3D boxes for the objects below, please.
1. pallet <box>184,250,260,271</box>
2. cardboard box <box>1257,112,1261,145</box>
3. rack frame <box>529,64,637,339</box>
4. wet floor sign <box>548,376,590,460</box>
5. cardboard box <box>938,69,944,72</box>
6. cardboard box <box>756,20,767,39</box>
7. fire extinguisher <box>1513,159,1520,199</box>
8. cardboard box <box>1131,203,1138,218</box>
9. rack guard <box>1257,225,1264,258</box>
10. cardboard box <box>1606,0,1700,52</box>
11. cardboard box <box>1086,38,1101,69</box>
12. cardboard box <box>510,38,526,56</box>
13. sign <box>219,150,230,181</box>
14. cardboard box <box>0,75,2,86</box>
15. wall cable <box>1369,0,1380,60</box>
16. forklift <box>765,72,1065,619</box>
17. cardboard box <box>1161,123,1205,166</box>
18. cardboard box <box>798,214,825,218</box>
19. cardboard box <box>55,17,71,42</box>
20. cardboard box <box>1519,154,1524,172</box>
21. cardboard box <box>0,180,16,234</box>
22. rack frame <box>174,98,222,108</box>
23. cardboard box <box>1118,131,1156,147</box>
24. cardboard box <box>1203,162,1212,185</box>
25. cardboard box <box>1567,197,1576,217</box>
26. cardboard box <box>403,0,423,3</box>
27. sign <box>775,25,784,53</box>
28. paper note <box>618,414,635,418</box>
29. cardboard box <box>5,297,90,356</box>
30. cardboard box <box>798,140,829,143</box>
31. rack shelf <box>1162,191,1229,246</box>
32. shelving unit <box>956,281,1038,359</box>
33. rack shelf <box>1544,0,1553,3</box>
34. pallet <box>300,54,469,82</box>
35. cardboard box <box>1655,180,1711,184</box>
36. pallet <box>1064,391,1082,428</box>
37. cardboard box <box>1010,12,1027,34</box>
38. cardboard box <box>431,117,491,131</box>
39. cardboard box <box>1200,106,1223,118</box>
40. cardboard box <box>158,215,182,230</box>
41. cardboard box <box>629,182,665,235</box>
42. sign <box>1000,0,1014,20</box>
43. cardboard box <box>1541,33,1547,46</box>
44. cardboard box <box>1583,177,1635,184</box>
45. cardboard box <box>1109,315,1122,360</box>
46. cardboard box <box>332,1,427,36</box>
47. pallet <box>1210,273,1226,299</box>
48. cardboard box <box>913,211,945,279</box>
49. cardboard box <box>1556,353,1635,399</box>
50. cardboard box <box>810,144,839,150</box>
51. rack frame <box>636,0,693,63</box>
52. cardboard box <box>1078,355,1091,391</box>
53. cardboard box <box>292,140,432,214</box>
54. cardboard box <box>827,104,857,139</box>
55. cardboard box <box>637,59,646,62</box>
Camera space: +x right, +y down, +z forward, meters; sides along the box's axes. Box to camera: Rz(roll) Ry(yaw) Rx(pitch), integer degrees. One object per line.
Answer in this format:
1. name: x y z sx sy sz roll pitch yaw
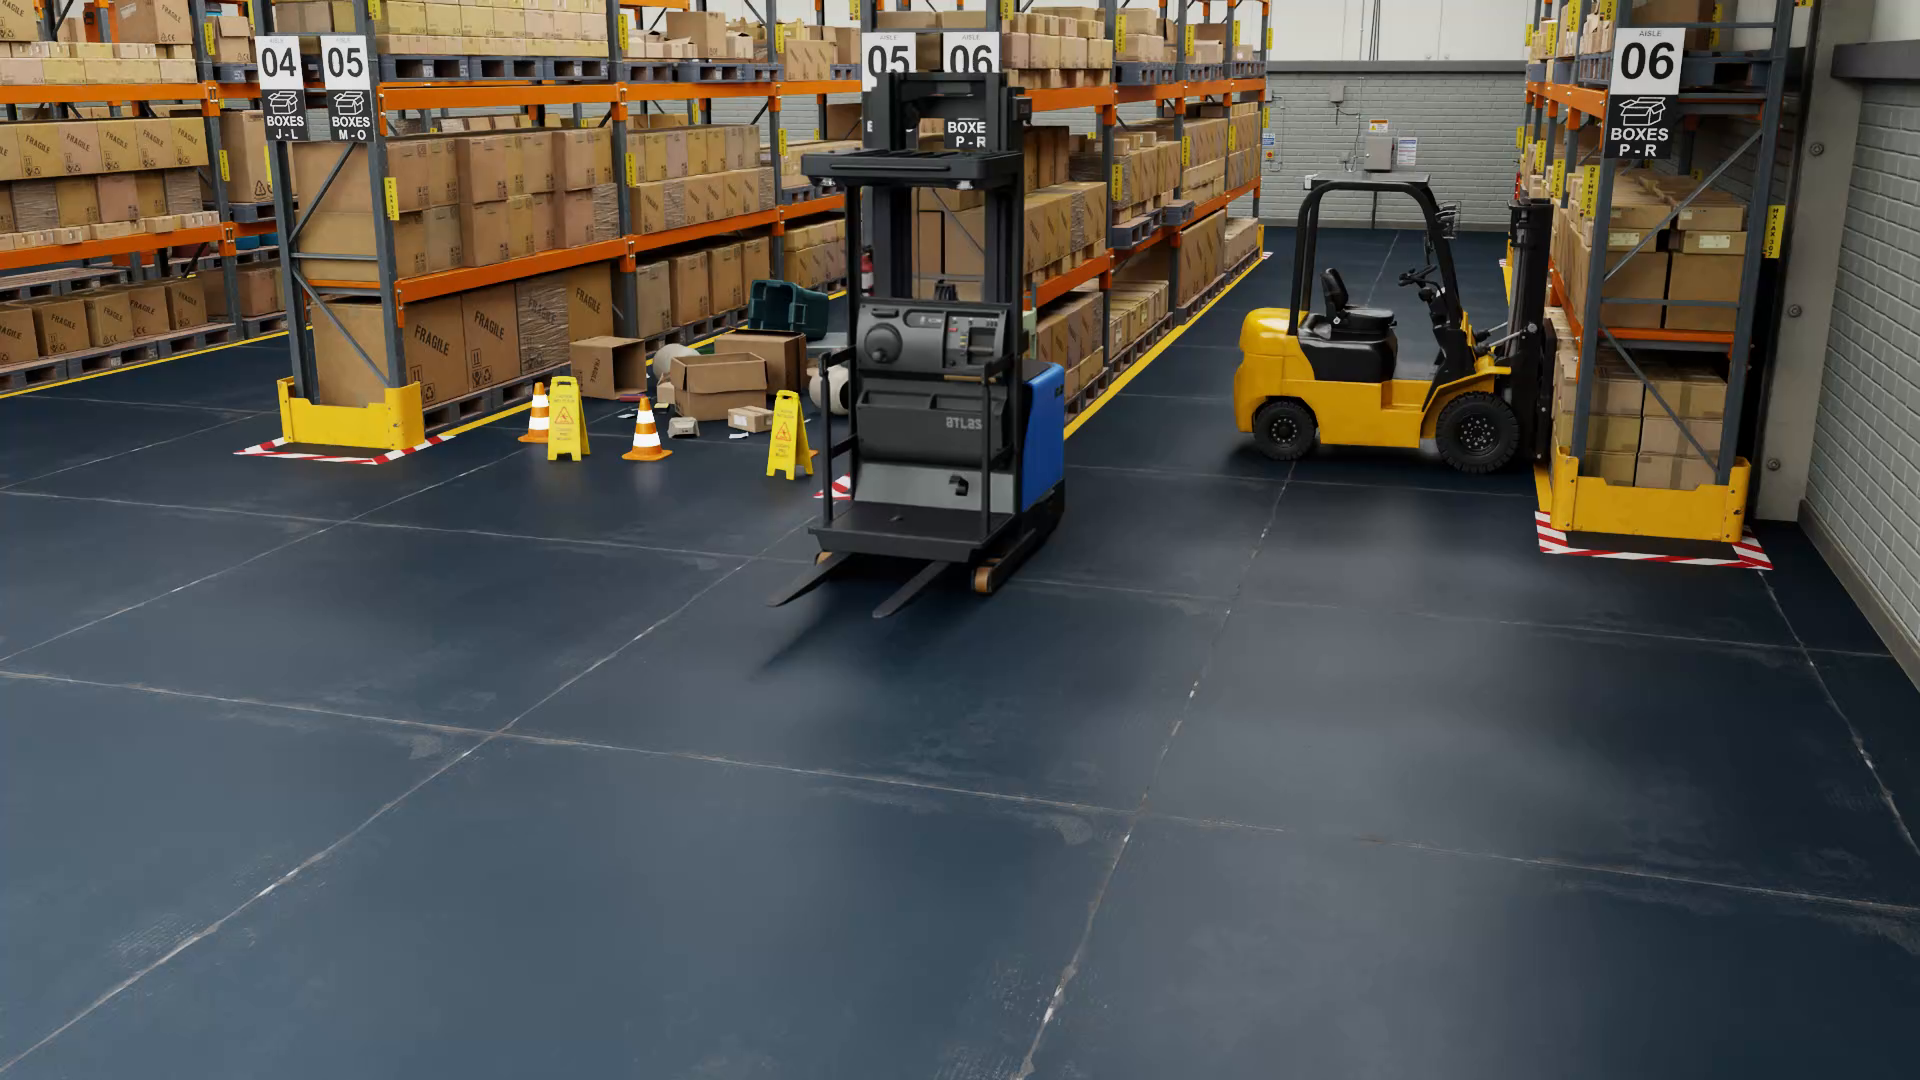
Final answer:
1. pallet: -11.647 -4.334 25.723 1.003 0.211 1.213 5 16 16
2. cardboard box: 4.435 -6.473 26.138 0.500 0.500 0.500 5 17 18
3. rack frame: -3.841 -3.306 16.989 1.000 3.000 0.127 5 16 16
4. wet floor sign: -3.088 -0.966 13.053 0.267 0.644 0.232 2 16 6
5. cardboard box: -0.331 -3.407 12.309 0.380 0.149 0.250 5 17 16
6. cardboard box: -2.493 -6.676 21.788 0.396 0.266 0.258 5 16 16
7. fire extinguisher: 8.703 -5.562 25.768 0.296 0.674 0.183 5 16 16
8. cardboard box: 1.593 -3.359 16.866 0.380 0.149 0.250 5 17 17
9. rack guard: 4.351 -4.892 27.161 1.175 0.500 0.348 5 16 16
10. cardboard box: 4.449 -3.395 10.667 0.500 0.500 0.500 5 17 18
11. cardboard box: 0.924 -4.194 14.353 0.500 0.250 0.500 4 16 15
12. cardboard box: -4.071 -4.359 14.712 0.380 0.149 0.250 5 16 16
13. sign: -8.045 -4.094 18.179 0.100 0.325 0.005 5 16 16
14. cardboard box: -9.179 -4.283 15.211 0.500 0.250 0.500 4 16 15
15. wall cable: 9.071 -10.218 30.293 2.988 3.039 0.133 5 16 16
16. forklift: -0.237 -1.215 9.741 1.130 2.935 3.031 5 17 18
17. cardboard box: 2.738 -4.899 20.590 0.500 0.500 0.500 5 17 17
18. cardboard box: -2.180 -4.447 23.449 0.500 0.250 0.500 5 17 17
19. cardboard box: -15.690 -8.682 28.429 0.700 0.500 0.500 5 16 16
20. cardboard box: 8.717 -5.678 25.079 0.500 0.250 0.500 5 17 16
21. cardboard box: -9.495 -3.144 15.689 0.875 0.500 0.500 5 16 16
22. rack frame: -14.654 -7.626 32.219 1.000 3.000 0.127 5 16 16
23. cardboard box: 1.876 -4.251 17.633 0.380 0.149 0.250 4 16 13
24. cardboard box: 2.909 -4.674 21.168 0.500 0.250 0.500 5 17 17
25. cardboard box: 5.090 -2.665 13.357 0.380 0.149 0.250 5 17 17
26. cardboard box: -4.506 -4.344 13.197 0.380 0.149 0.250 5 17 16
27. sign: -2.175 -6.038 20.029 0.100 0.325 0.005 5 16 16
28. paper note: -2.916 -1.098 14.649 0.144 0.017 0.142 11 19 35
29. cardboard box: -9.178 -2.154 16.737 0.500 0.500 0.500 6 17 21
30. cardboard box: -2.121 -5.699 24.027 0.380 0.149 0.250 6 17 19
31. rack shelf: 2.639 -4.173 21.362 1.077 0.370 4.000 5 16 16
32. shelving unit: 0.248 -1.023 11.656 0.431 1.500 0.755 4 14 15
33. rack shelf: 7.399 -6.482 19.244 1.077 0.370 4.000 5 16 16
34. pallet: -4.777 -3.855 13.590 1.003 0.211 1.213 5 16 16
35. cardboard box: 5.708 -2.758 13.140 0.380 0.149 0.250 4 16 15
36. pallet: 0.432 -1.109 14.352 1.003 0.211 1.213 5 16 16
37. cardboard box: 0.280 -3.813 12.278 0.380 0.149 0.250 5 16 16
38. cardboard box: -7.020 -5.655 23.248 0.797 0.503 0.637 5 17 17
39. cardboard box: 3.546 -5.946 23.090 0.380 0.149 0.250 4 16 15
40. cardboard box: -8.556 -3.392 17.752 0.380 0.149 0.250 5 16 16
41. cardboard box: -3.434 -3.471 17.387 0.500 0.500 0.500 5 17 16
42. sign: 0.317 -3.724 11.363 0.100 0.325 0.005 5 16 16
43. cardboard box: 7.080 -5.922 19.676 0.380 0.149 0.250 5 17 16
44. cardboard box: 5.267 -2.865 13.517 0.380 0.149 0.250 4 16 15
45. cardboard box: 1.080 -2.024 16.515 0.950 0.372 0.625 5 17 17
46. cardboard box: -4.595 -4.130 13.174 0.500 0.250 0.500 5 16 16
47. pallet: 3.060 -3.493 22.757 1.003 0.211 1.213 5 16 16
48. cardboard box: -0.313 -2.257 12.561 0.500 0.500 0.500 4 16 15
49. cardboard box: 4.528 -1.157 11.850 0.500 0.250 0.500 5 17 17
50. cardboard box: -1.866 -5.306 22.639 0.380 0.149 0.250 4 16 13
51. rack frame: -5.158 -9.743 28.689 1.000 3.000 0.127 5 16 16
52. cardboard box: 0.882 -1.513 14.934 0.500 0.250 0.500 4 16 14
53. cardboard box: -4.835 -2.946 13.464 0.875 0.550 0.550 5 16 16
54. cardboard box: -1.693 -6.216 24.685 0.500 0.500 0.500 4 16 14
55. cardboard box: -5.630 -8.181 27.543 0.700 0.500 0.500 3 16 12
